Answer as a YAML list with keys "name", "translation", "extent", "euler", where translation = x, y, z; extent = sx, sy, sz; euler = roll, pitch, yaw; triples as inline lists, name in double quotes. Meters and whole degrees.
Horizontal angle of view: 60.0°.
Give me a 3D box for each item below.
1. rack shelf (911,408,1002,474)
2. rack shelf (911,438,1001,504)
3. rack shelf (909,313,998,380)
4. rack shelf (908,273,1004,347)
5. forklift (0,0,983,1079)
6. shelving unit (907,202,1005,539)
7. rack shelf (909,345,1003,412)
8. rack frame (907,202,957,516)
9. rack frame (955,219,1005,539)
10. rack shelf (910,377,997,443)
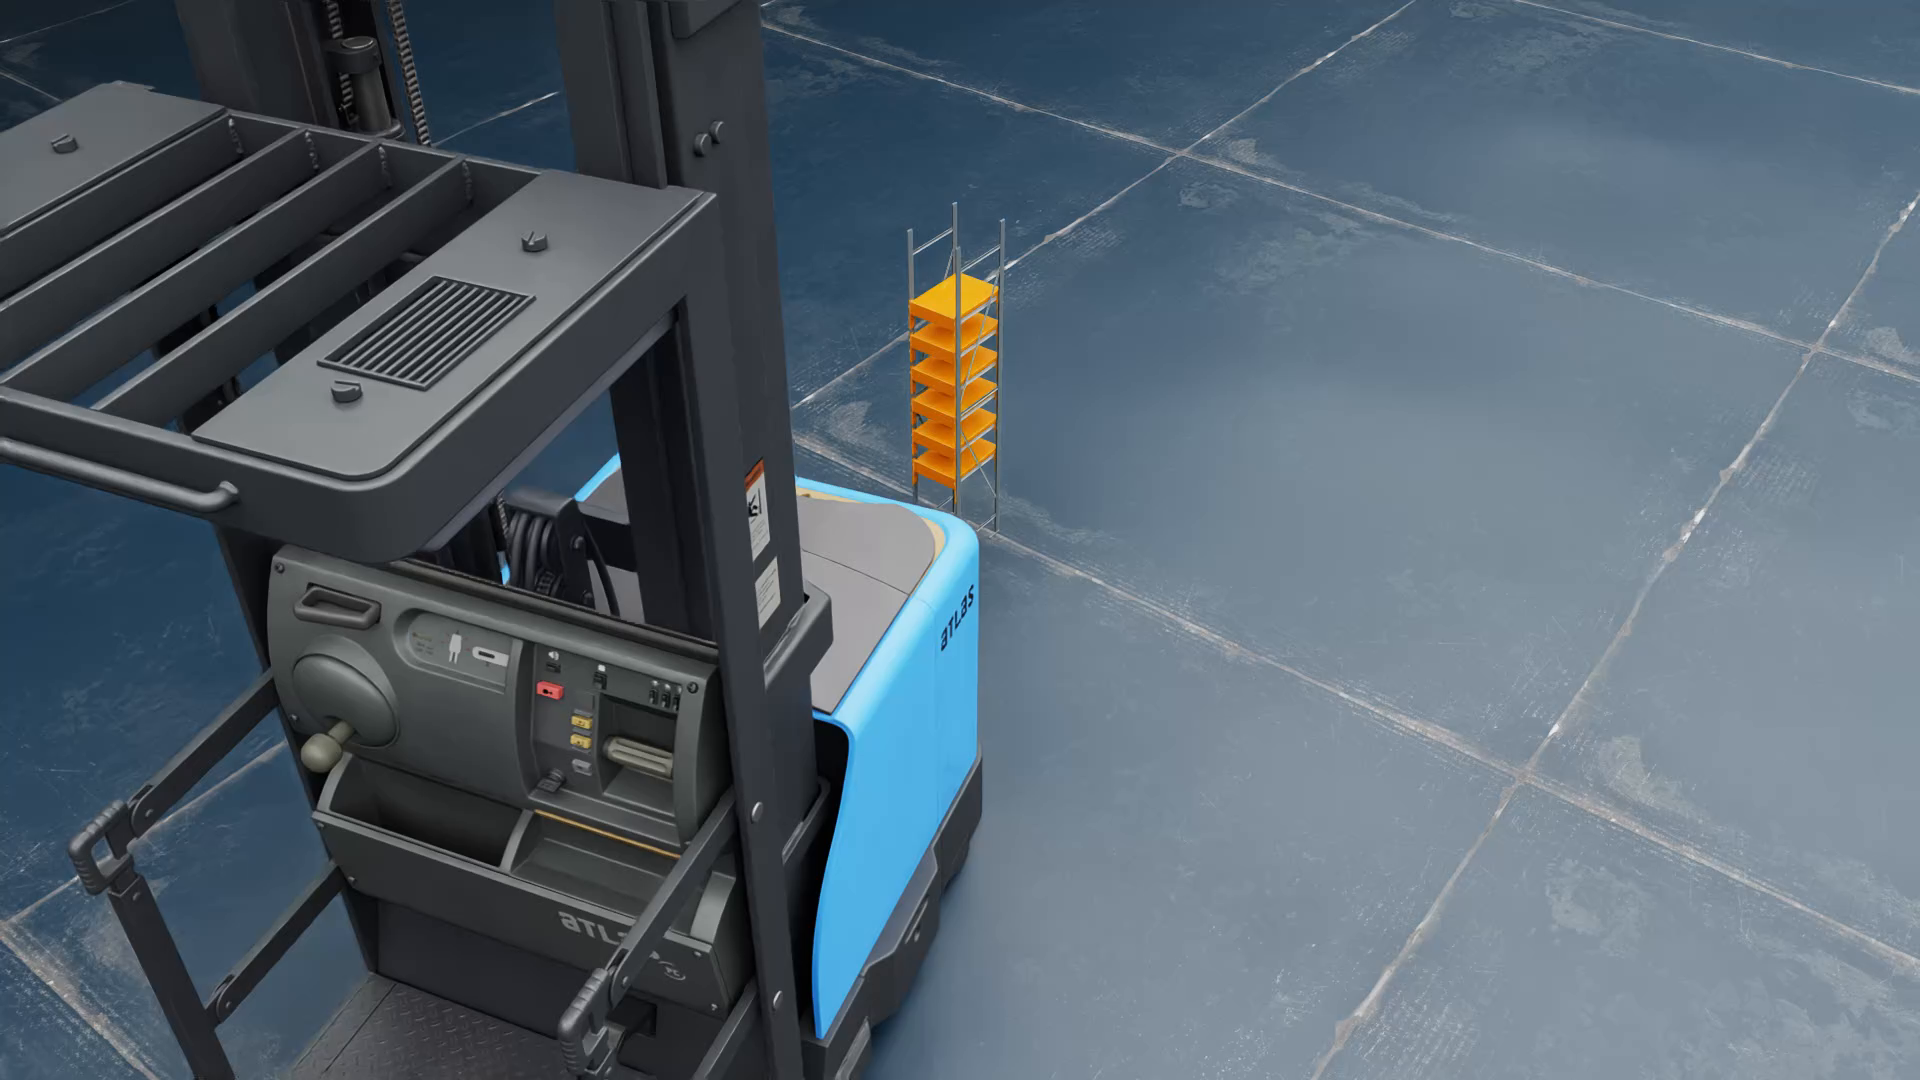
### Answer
- name: "rack shelf"
  translation: [-0.011, -0.348, 5.488]
  extent: [0.180, 0.103, 0.258]
  euler: [25, 45, 29]
- name: "rack shelf"
  translation: [-0.011, -0.254, 5.562]
  extent: [0.180, 0.103, 0.258]
  euler: [25, 45, 29]
- name: "rack shelf"
  translation: [-0.012, -0.632, 5.266]
  extent: [0.180, 0.103, 0.258]
  euler: [25, 45, 29]
- name: "rack shelf"
  translation: [-0.012, -0.726, 5.192]
  extent: [0.180, 0.103, 0.258]
  euler: [25, 45, 29]
- name: "forklift"
  translation: [-0.957, 0.373, 2.896]
  extent: [1.130, 2.935, 3.031]
  euler: [14, 40, 17]
- name: "shelving unit"
  translation: [-0.011, -0.478, 5.387]
  extent: [0.189, 1.200, 0.258]
  euler: [25, 45, 29]
- name: "rack shelf"
  translation: [-0.011, -0.537, 5.340]
  extent: [0.180, 0.103, 0.258]
  euler: [25, 45, 29]
- name: "rack frame"
  translation: [-0.084, -0.512, 5.431]
  extent: [0.006, 1.200, 0.240]
  euler: [25, 45, 29]
- name: "rack frame"
  translation: [0.061, -0.444, 5.343]
  extent: [0.006, 1.200, 0.240]
  euler: [25, 45, 29]
- name: "rack shelf"
  translation: [-0.011, -0.443, 5.414]
  extent: [0.180, 0.103, 0.258]
  euler: [25, 45, 29]
